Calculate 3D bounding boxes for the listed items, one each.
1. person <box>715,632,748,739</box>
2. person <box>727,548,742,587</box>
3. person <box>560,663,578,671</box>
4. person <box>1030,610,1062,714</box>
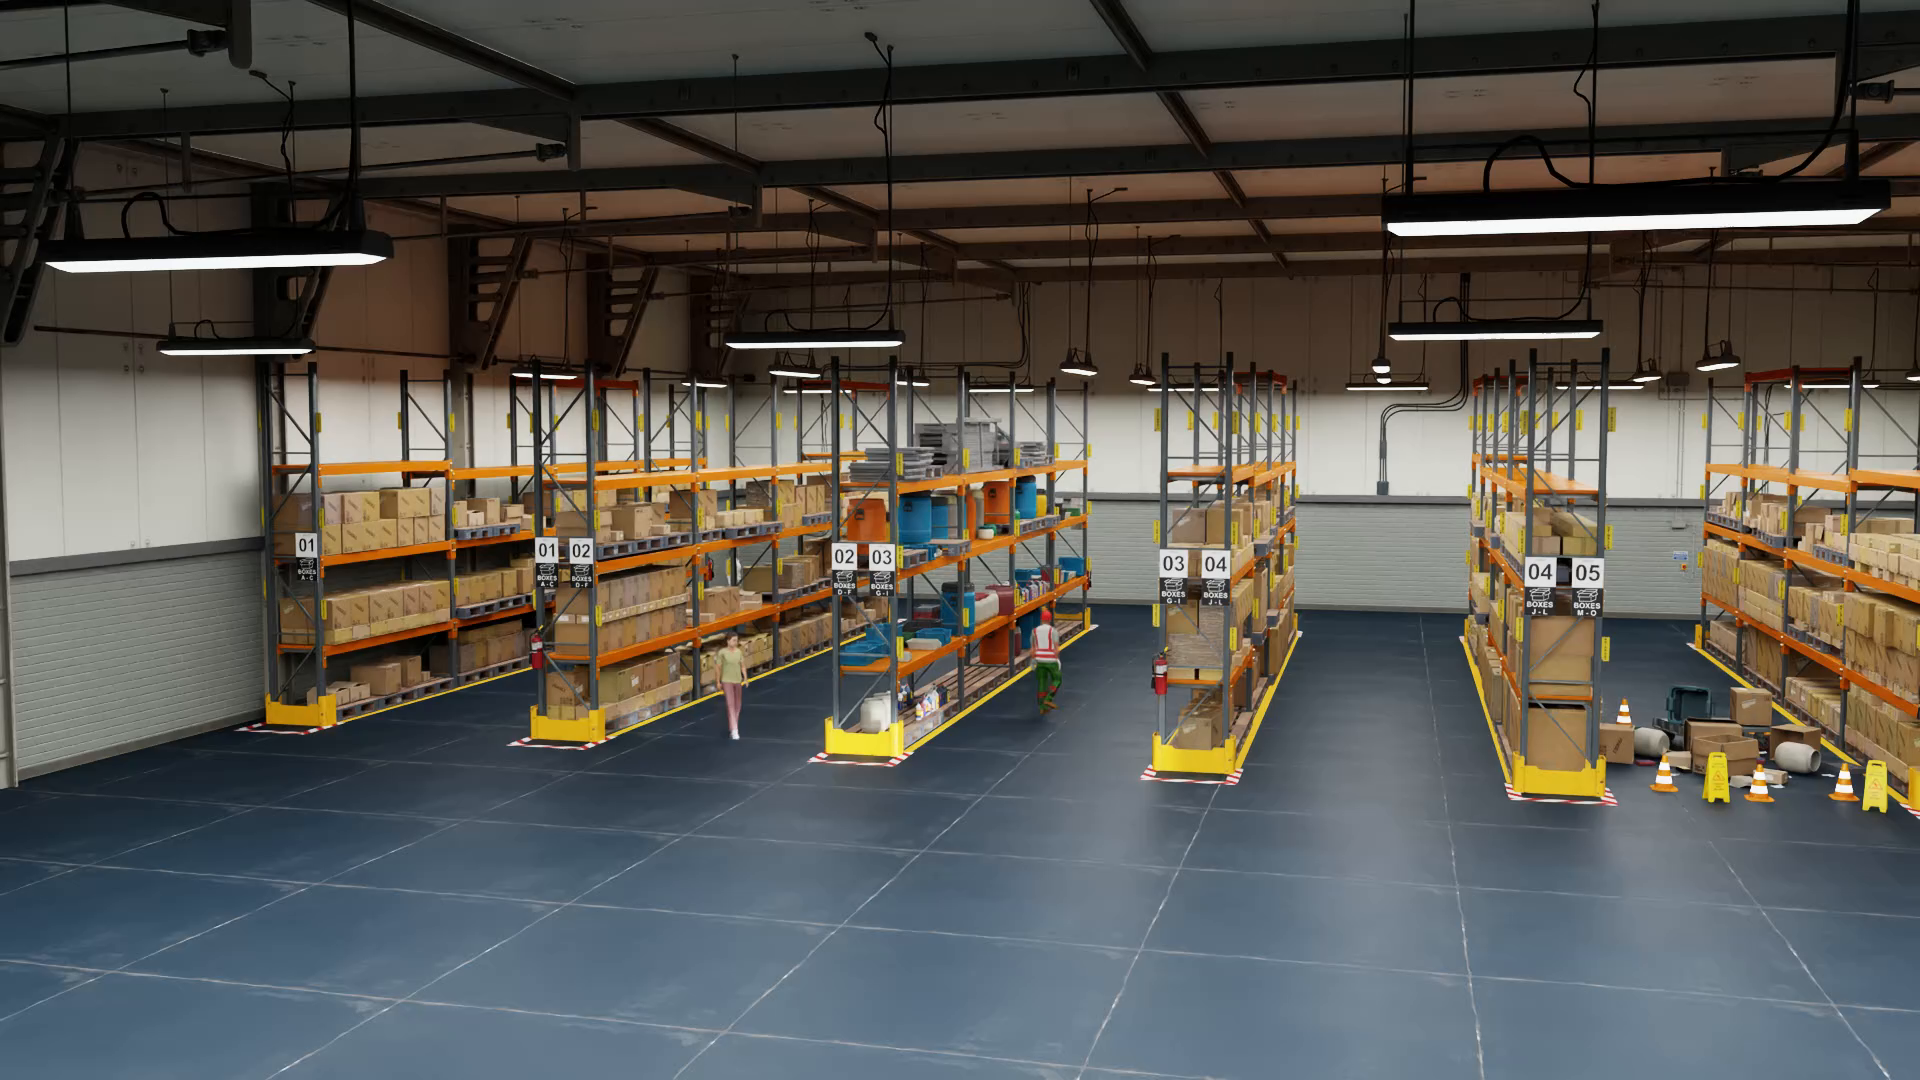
[{"bbox_3d":[-3.611,2.318,26.678,0.473,1.670,0.781,-3,5,-34],"label":"person"},{"bbox_3d":[-5.968,1.057,44.000,0.395,1.690,0.506,1,4,11],"label":"person"},{"bbox_3d":[-7.667,1.908,32.686,0.455,1.544,0.969,-1,4,-10],"label":"person"},{"bbox_3d":[1.470,2.093,28.607,0.582,1.780,0.482,2,5,29],"label":"person"}]
